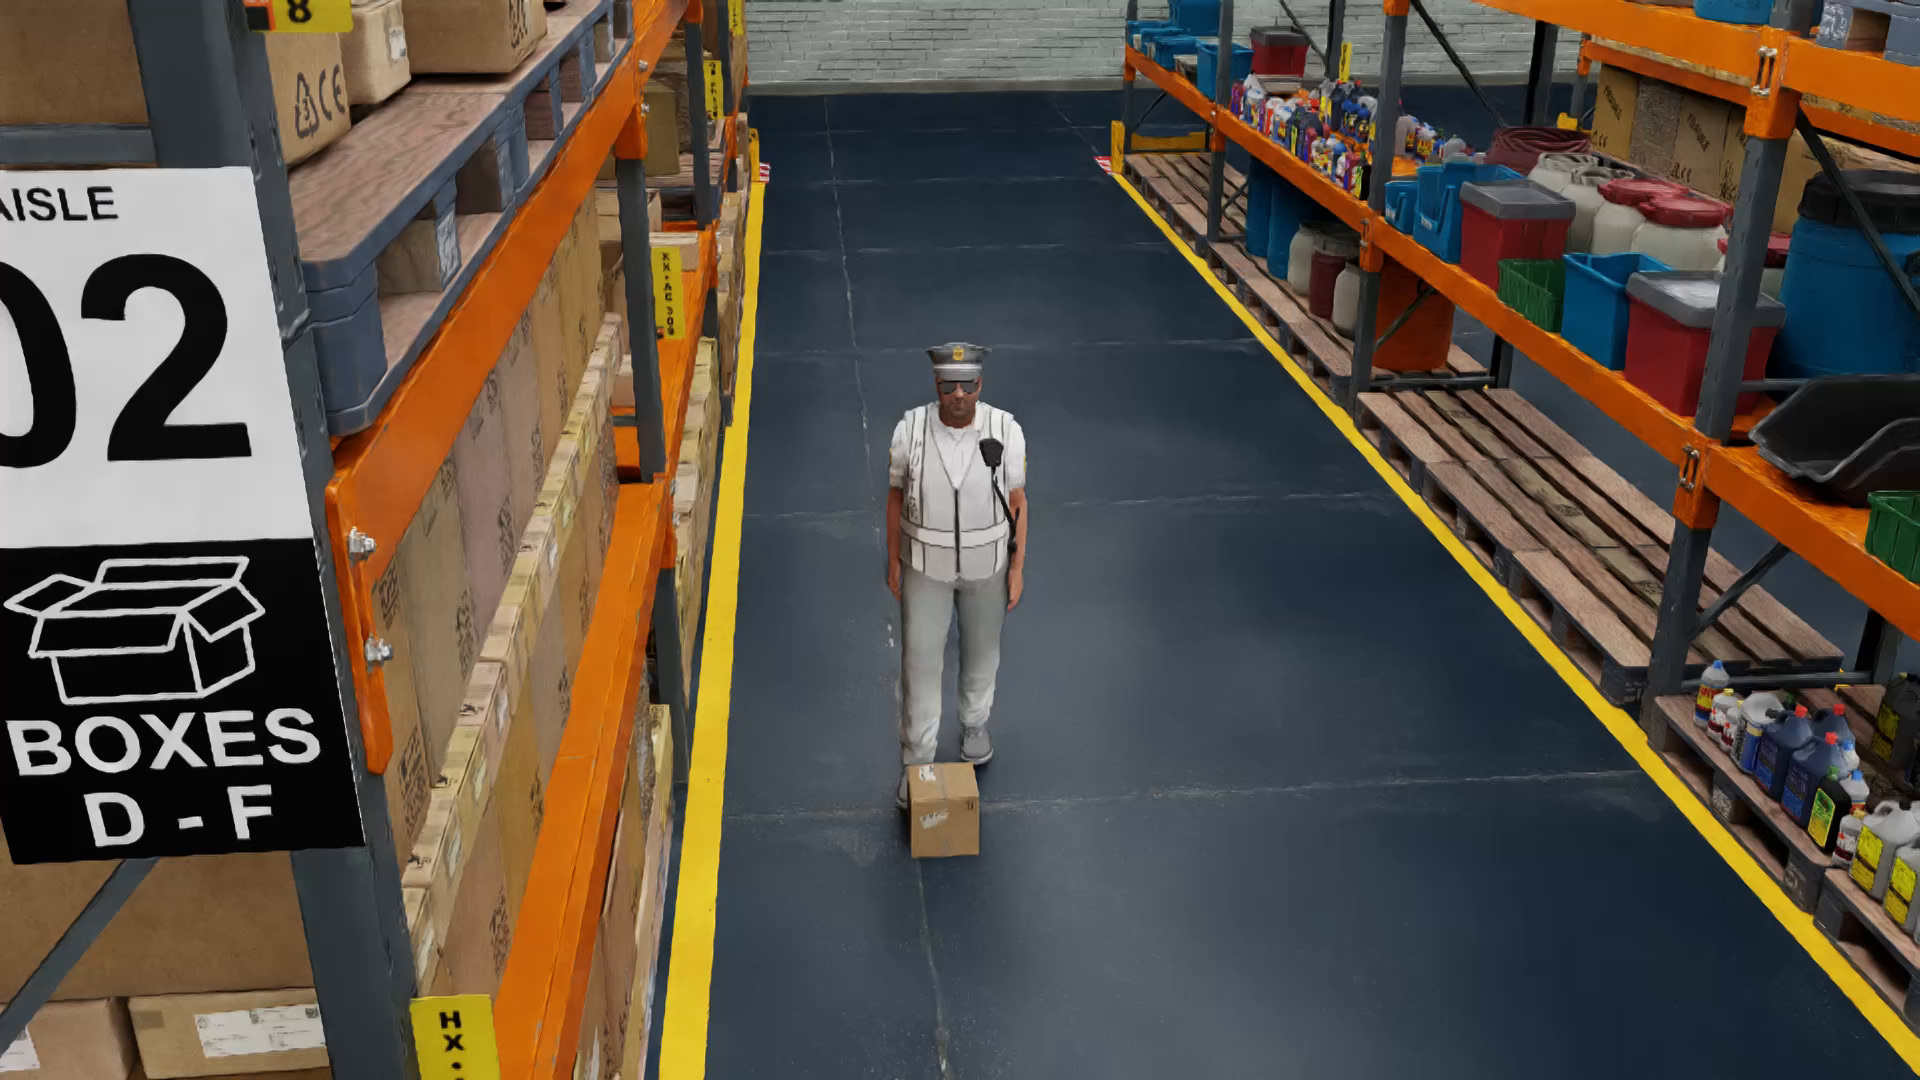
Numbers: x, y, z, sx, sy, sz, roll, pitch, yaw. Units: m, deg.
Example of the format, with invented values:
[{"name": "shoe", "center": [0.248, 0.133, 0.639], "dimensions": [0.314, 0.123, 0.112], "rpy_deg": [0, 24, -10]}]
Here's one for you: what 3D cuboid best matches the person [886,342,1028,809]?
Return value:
[{"name": "person", "center": [-0.005, 0.116, 6.283], "dimensions": [0.539, 1.764, 0.683], "rpy_deg": [-1, 24, -3]}]
